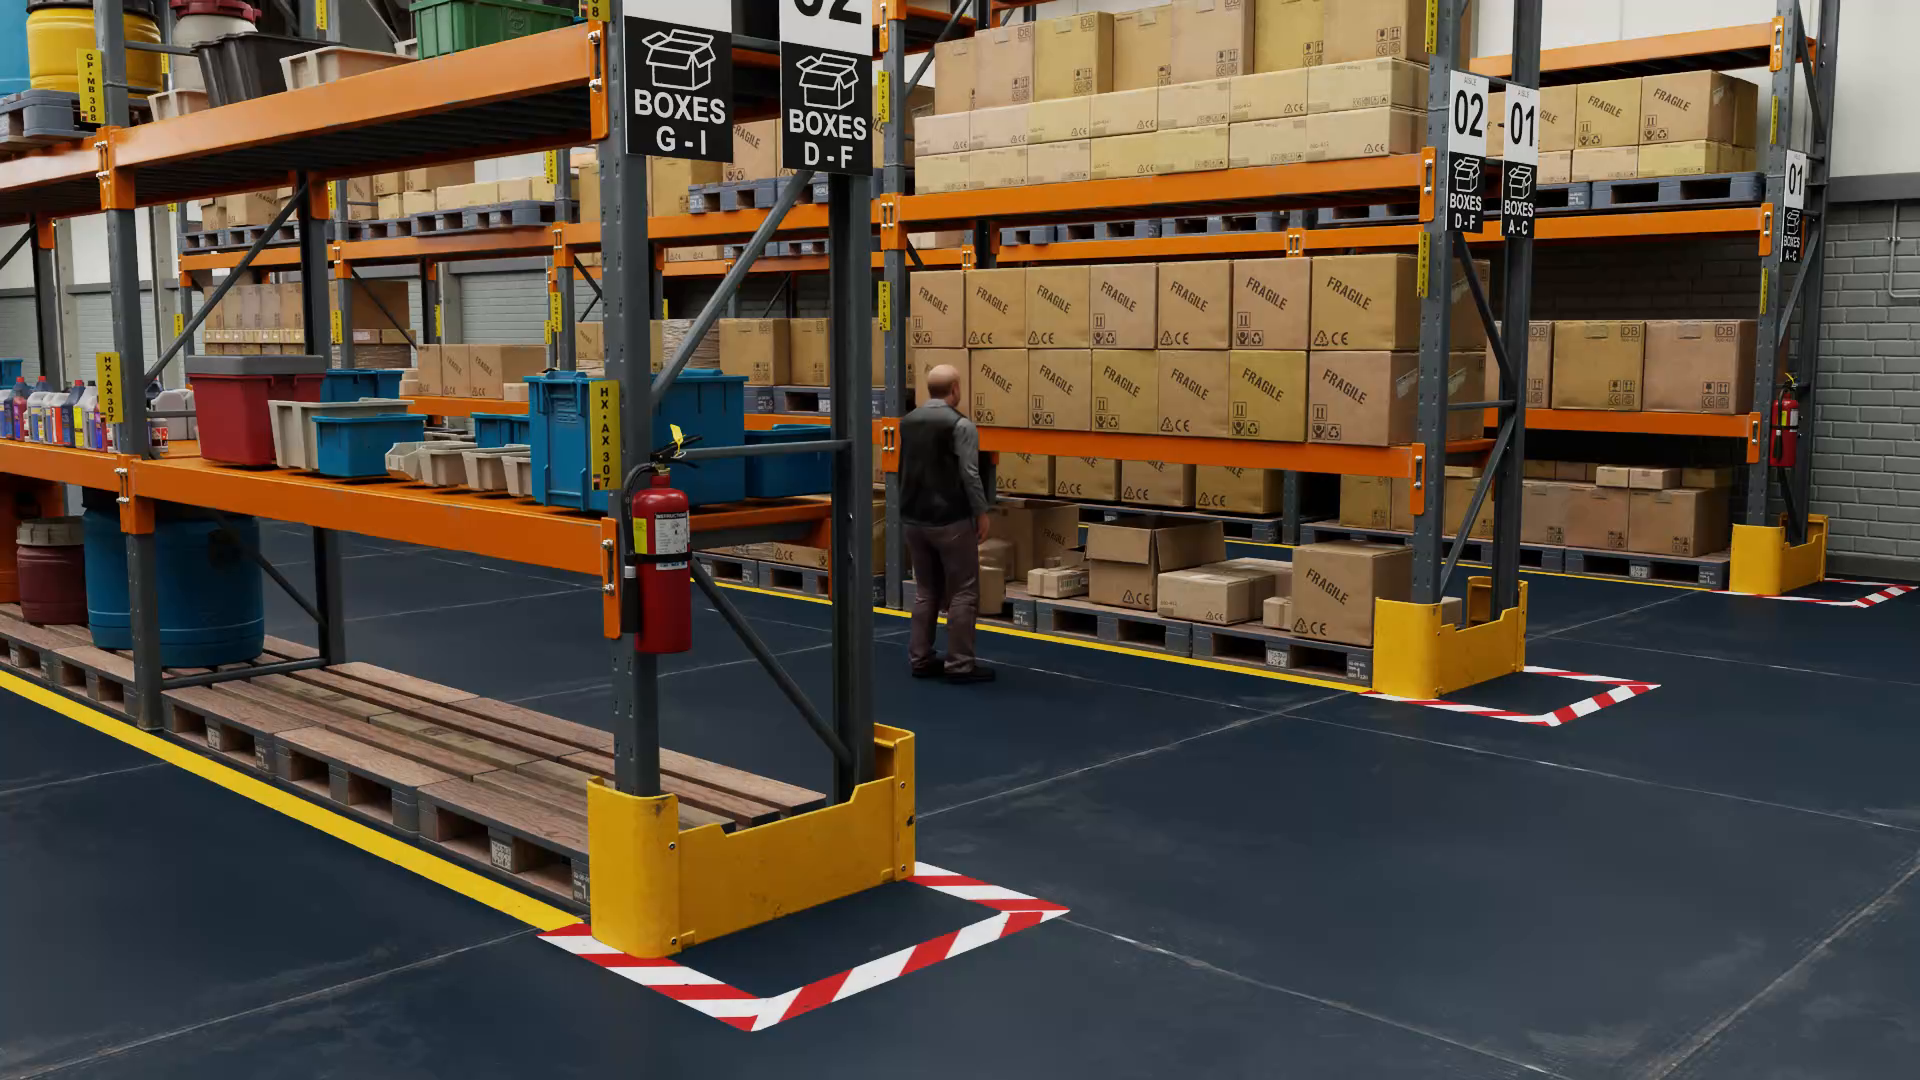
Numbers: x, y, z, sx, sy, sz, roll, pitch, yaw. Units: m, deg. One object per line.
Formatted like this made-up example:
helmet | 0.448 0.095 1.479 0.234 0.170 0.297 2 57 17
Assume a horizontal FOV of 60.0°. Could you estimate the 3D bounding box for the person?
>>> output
person | -0.104 -0.094 9.106 0.561 1.724 0.394 6 9 42
